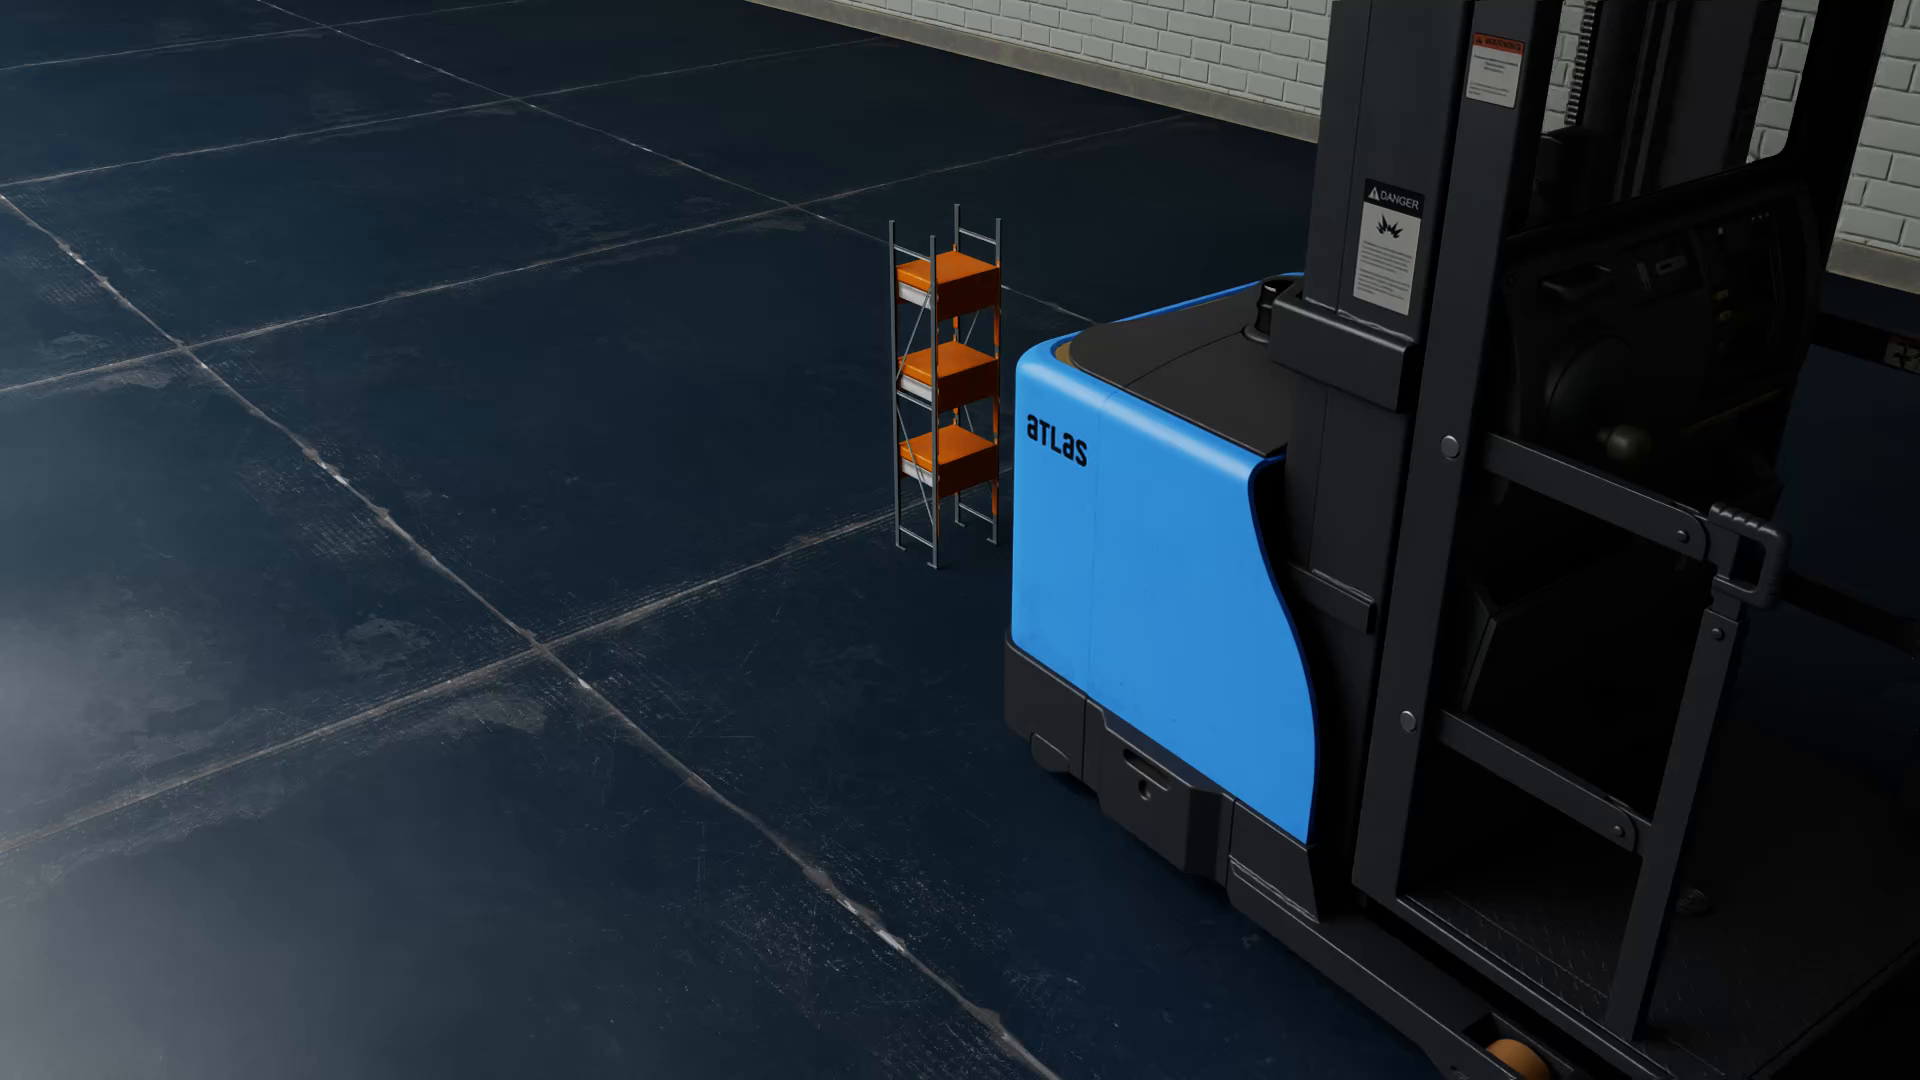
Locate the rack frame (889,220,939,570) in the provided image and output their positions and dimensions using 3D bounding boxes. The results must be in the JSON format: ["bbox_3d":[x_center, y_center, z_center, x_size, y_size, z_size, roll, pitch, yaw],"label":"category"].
[{"bbox_3d":[-0.134,-0.409,4.902,0.008,1.050,0.200,-22,35,-35],"label":"rack frame"}]

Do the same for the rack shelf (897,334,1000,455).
[{"bbox_3d":[-0.041,-0.437,4.977,0.240,0.259,0.215,-22,35,-35],"label":"rack shelf"}]

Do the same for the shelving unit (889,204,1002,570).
[{"bbox_3d":[-0.041,-0.447,4.972,0.252,1.050,0.215,-22,35,-35],"label":"shelving unit"}]

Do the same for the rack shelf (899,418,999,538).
[{"bbox_3d":[-0.041,-0.192,5.108,0.240,0.259,0.215,-22,35,-35],"label":"rack shelf"}]

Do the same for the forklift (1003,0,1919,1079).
[{"bbox_3d":[1.392,-0.363,2.820,1.130,2.935,3.031,-19,34,-32],"label":"forklift"}]

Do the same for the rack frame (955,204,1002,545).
[{"bbox_3d":[0.052,-0.484,5.042,0.008,1.050,0.200,-22,35,-35],"label":"rack frame"}]

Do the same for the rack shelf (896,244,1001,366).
[{"bbox_3d":[-0.041,-0.688,4.843,0.240,0.259,0.215,-22,35,-35],"label":"rack shelf"}]
